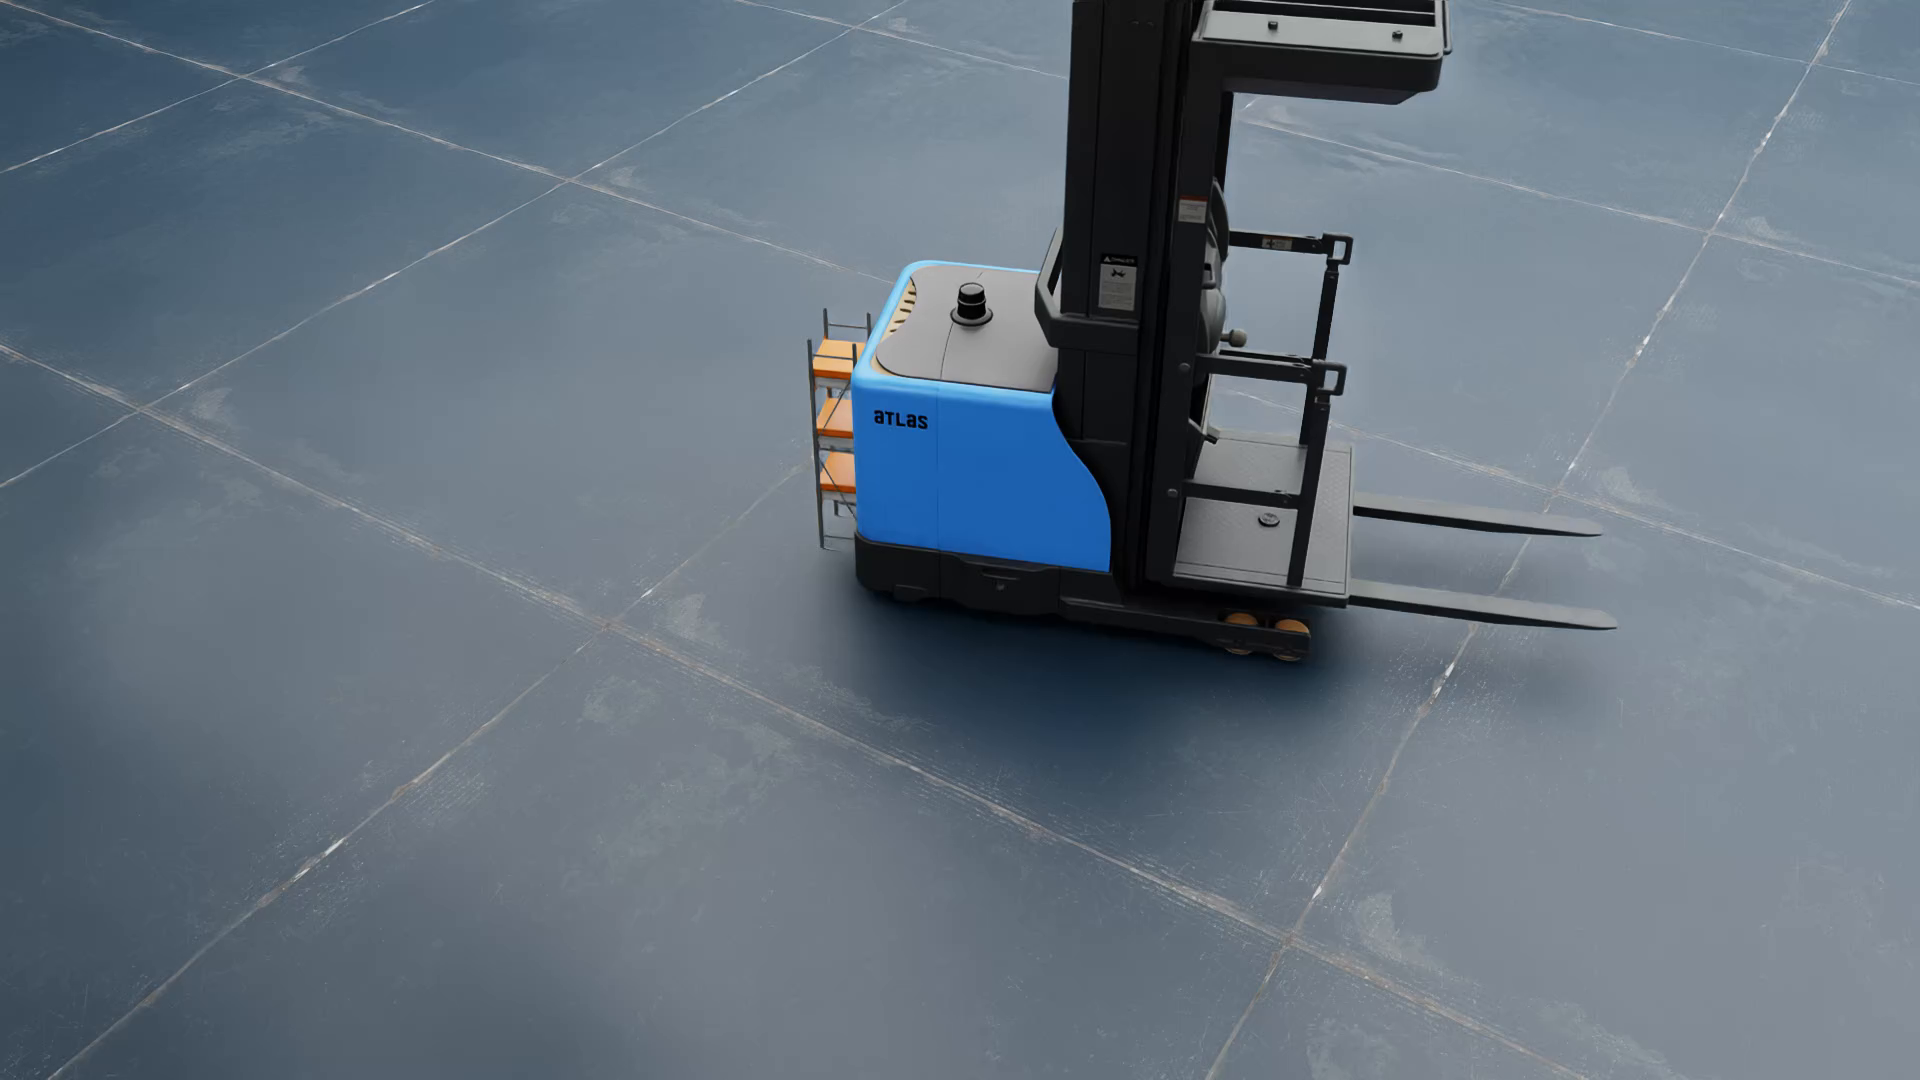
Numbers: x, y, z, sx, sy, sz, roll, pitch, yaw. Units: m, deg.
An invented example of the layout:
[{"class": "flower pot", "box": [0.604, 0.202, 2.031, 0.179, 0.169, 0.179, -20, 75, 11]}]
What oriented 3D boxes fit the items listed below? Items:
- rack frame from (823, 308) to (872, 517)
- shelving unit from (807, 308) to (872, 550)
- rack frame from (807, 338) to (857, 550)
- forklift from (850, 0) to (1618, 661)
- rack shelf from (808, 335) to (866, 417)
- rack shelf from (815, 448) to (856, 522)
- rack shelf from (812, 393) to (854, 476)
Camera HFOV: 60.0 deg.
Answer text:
[{"class": "rack frame", "box": [-0.459, -0.513, 7.055, 0.200, 1.050, 0.008, 7, 38, 9]}, {"class": "shelving unit", "box": [-0.482, -0.440, 6.961, 0.215, 1.050, 0.252, 7, 38, 9]}, {"class": "rack frame", "box": [-0.505, -0.367, 6.866, 0.200, 1.050, 0.008, 7, 38, 9]}, {"class": "forklift", "box": [1.137, -1.035, 6.192, 3.031, 2.935, 1.130, 7, 38, 9]}, {"class": "rack shelf", "box": [-0.482, -0.656, 6.794, 0.215, 0.259, 0.240, 7, 38, 9]}, {"class": "rack shelf", "box": [-0.482, -0.211, 7.137, 0.215, 0.259, 0.240, 7, 38, 9]}, {"class": "rack shelf", "box": [-0.482, -0.431, 6.967, 0.215, 0.259, 0.240, 7, 38, 9]}]
